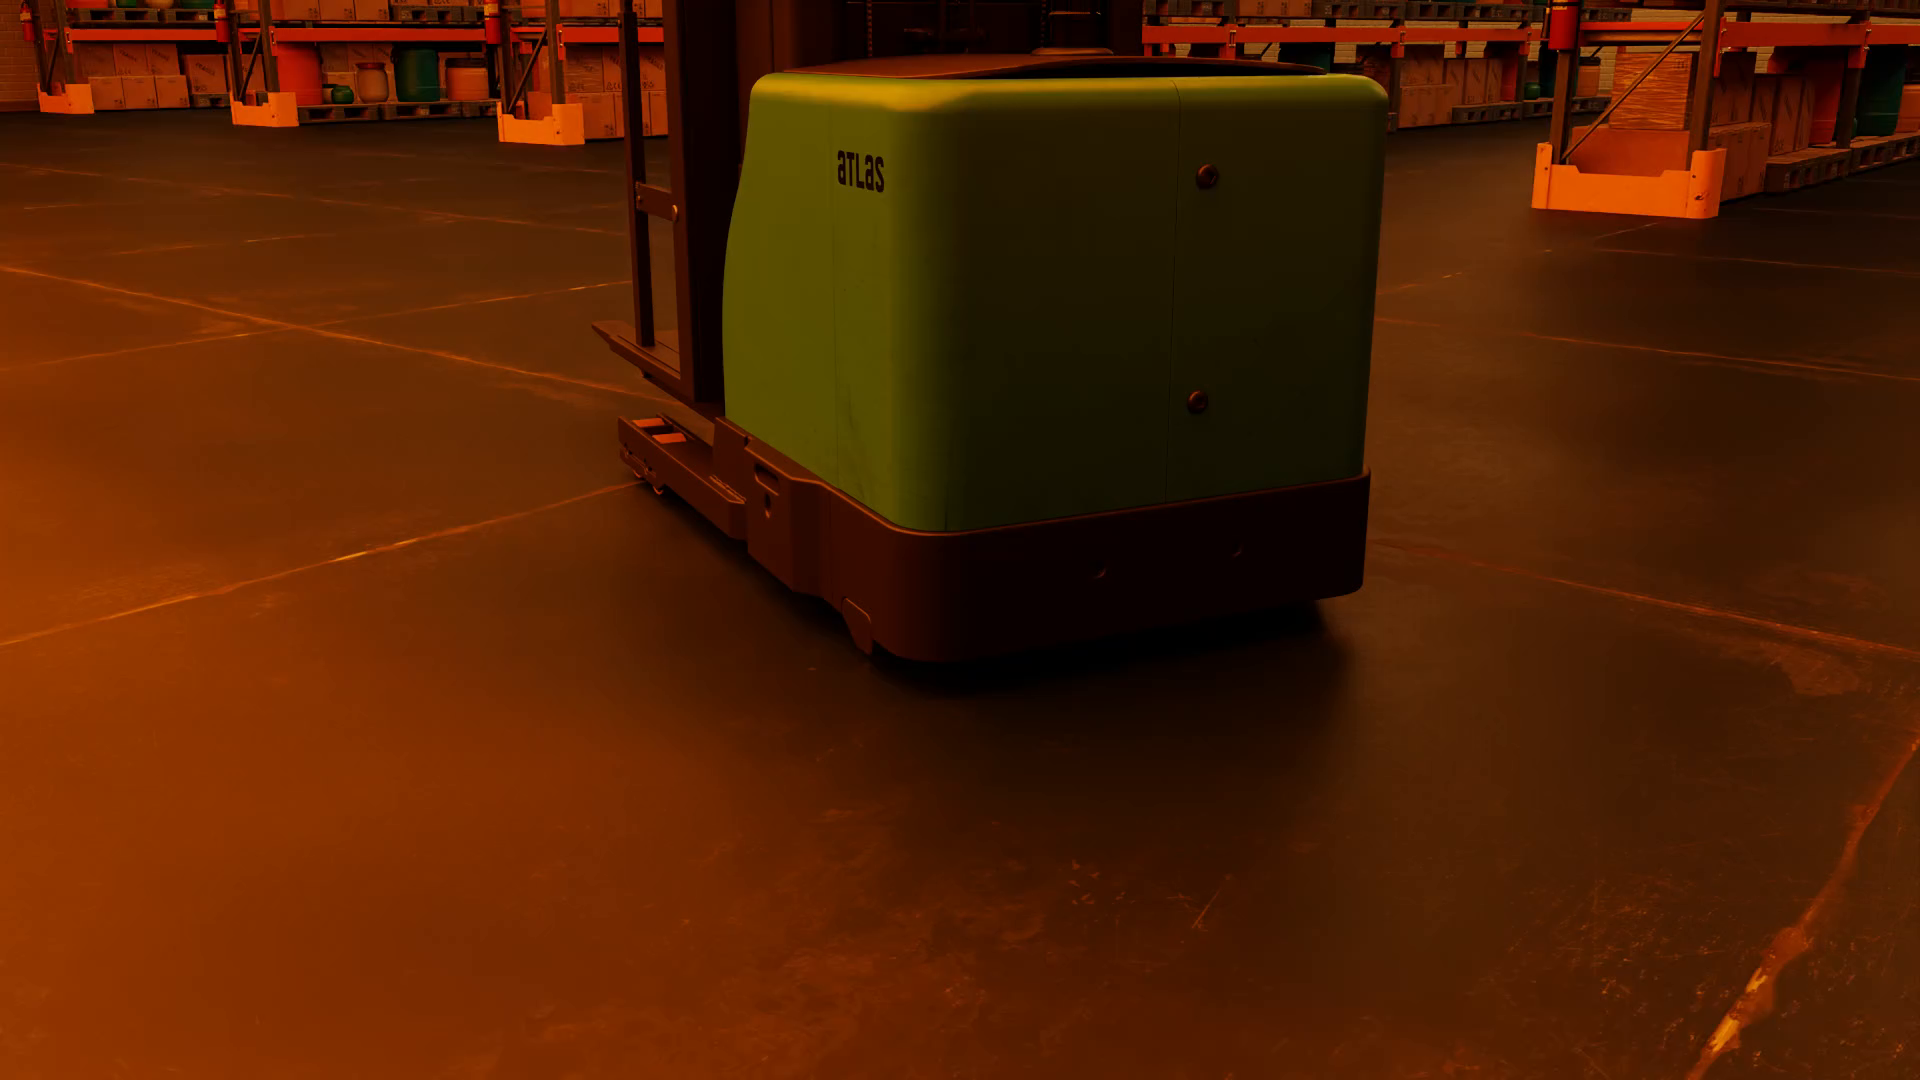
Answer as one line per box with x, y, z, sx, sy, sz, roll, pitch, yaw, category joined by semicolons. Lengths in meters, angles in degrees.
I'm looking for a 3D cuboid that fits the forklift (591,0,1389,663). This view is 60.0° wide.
-0.270;-1.565;4.052;1.130;2.935;3.031;-8;19;-25;forklift
